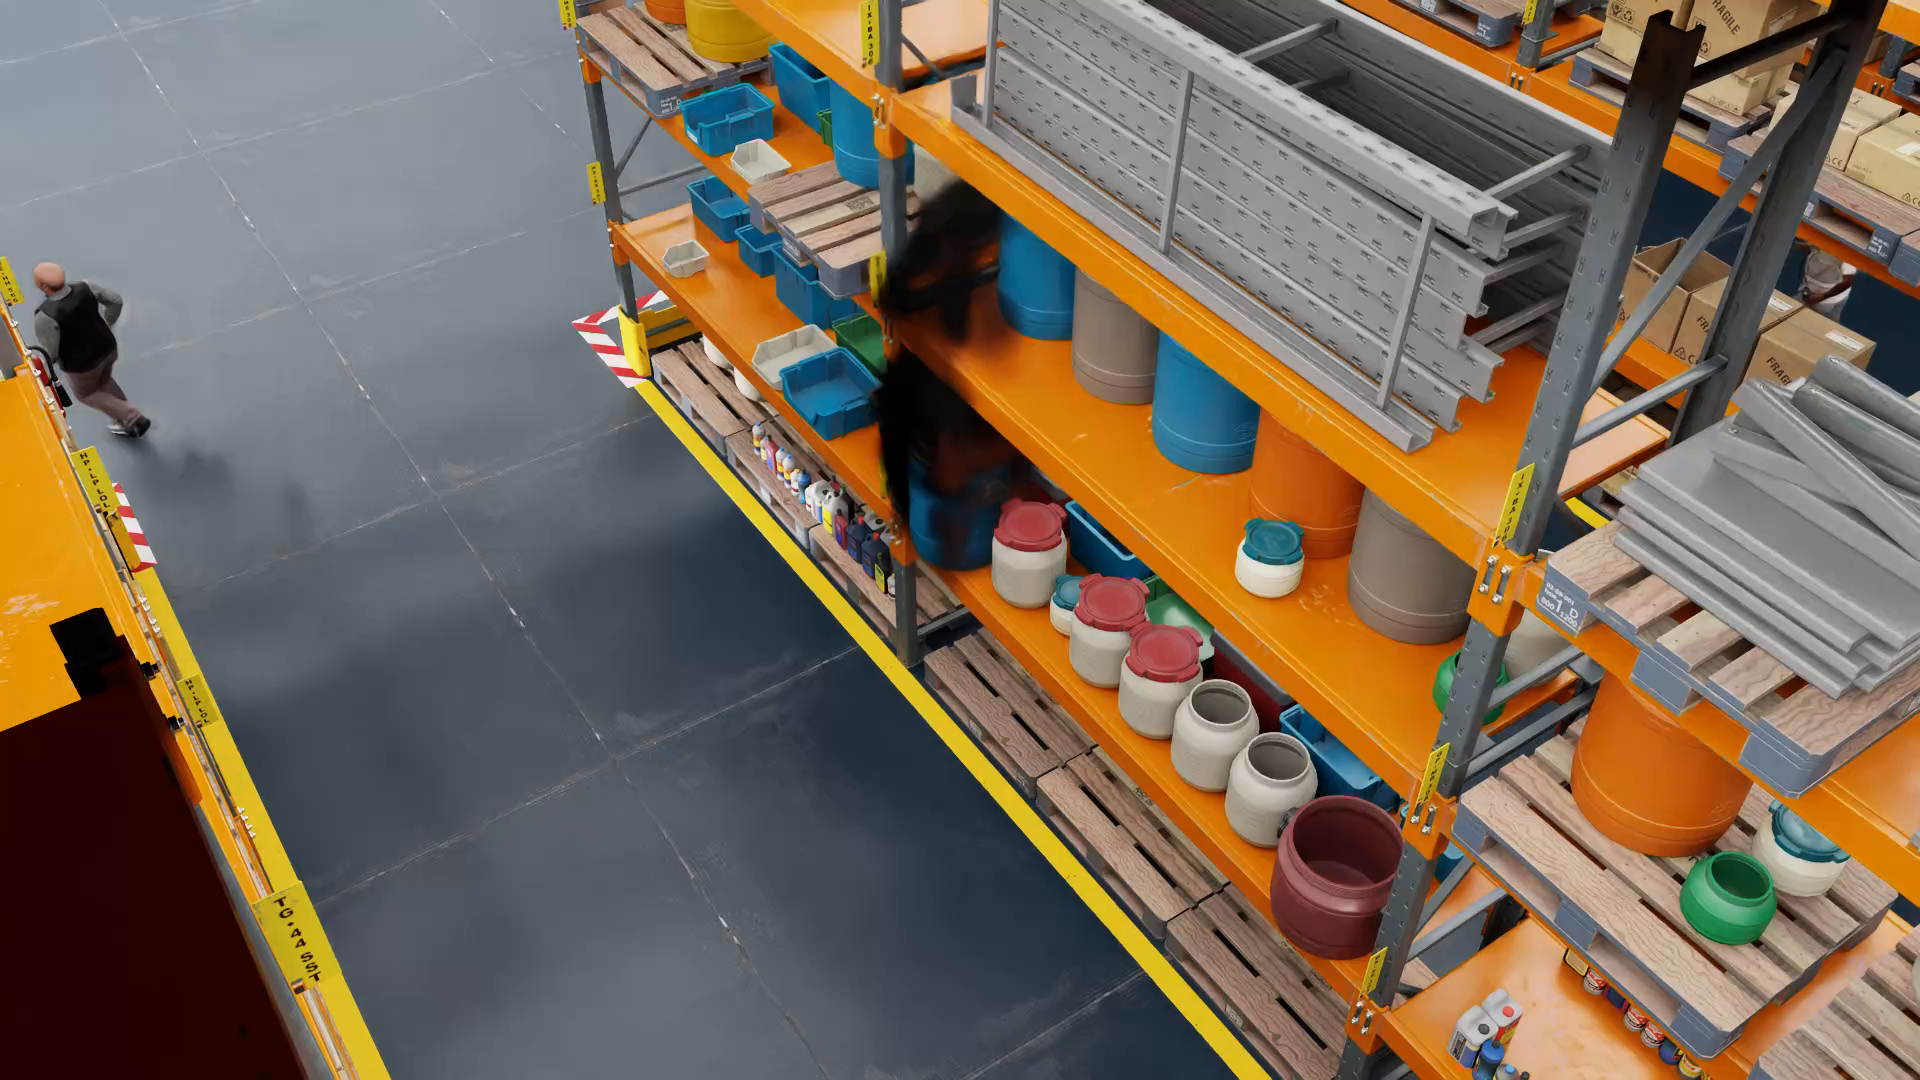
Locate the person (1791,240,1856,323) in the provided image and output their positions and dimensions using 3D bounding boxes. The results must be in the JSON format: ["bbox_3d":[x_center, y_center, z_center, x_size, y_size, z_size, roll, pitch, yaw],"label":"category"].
[{"bbox_3d":[6.464,-1.778,12.449,0.564,1.754,0.794,-29,50,-28],"label":"person"}]

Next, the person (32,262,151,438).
[{"bbox_3d":[-6.290,-1.323,11.983,0.582,1.683,0.690,18,46,19],"label":"person"}]
